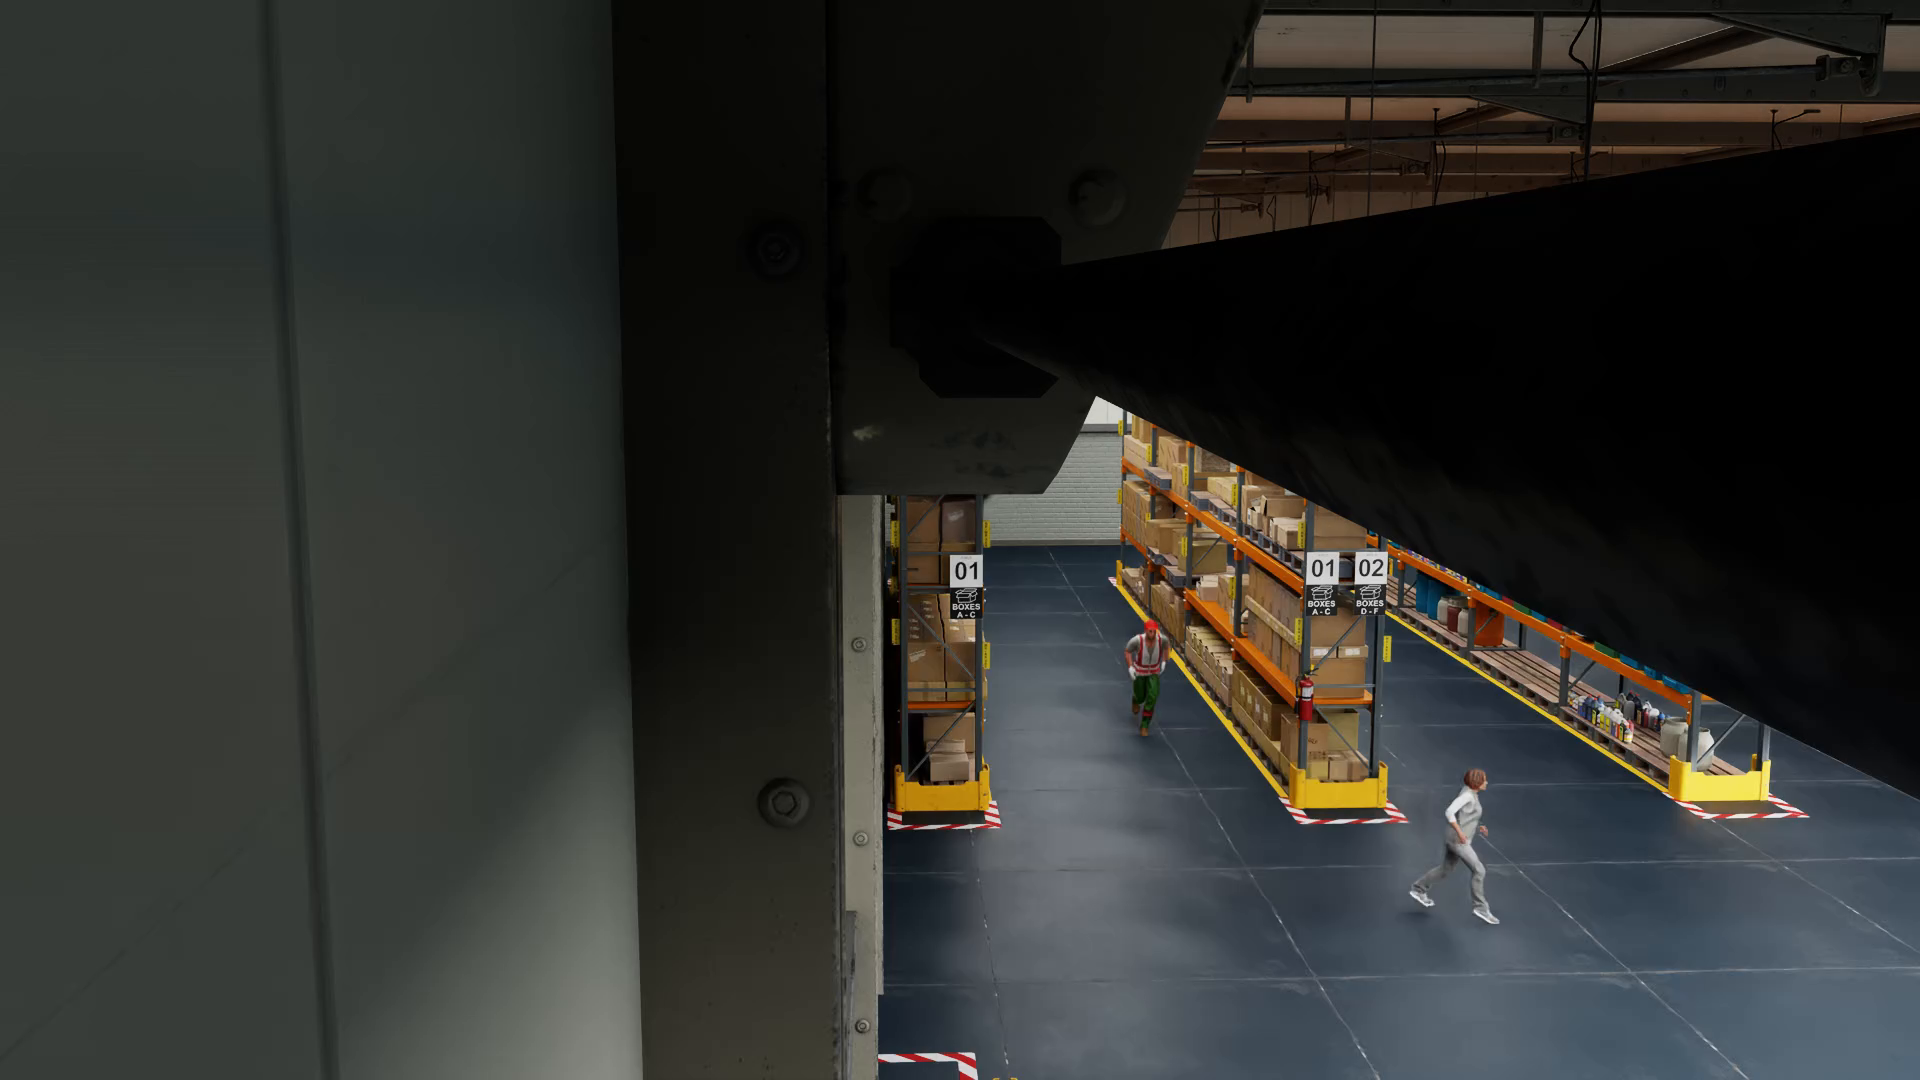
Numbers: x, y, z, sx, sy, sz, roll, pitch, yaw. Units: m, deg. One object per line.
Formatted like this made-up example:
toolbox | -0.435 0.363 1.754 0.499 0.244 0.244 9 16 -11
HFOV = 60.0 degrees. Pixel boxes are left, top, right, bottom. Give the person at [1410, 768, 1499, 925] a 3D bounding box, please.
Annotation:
person | 5.039 3.084 16.876 0.893 1.578 0.556 3 9 20

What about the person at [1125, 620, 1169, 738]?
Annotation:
person | 2.699 1.949 24.207 0.665 1.726 0.970 -2 9 -11
